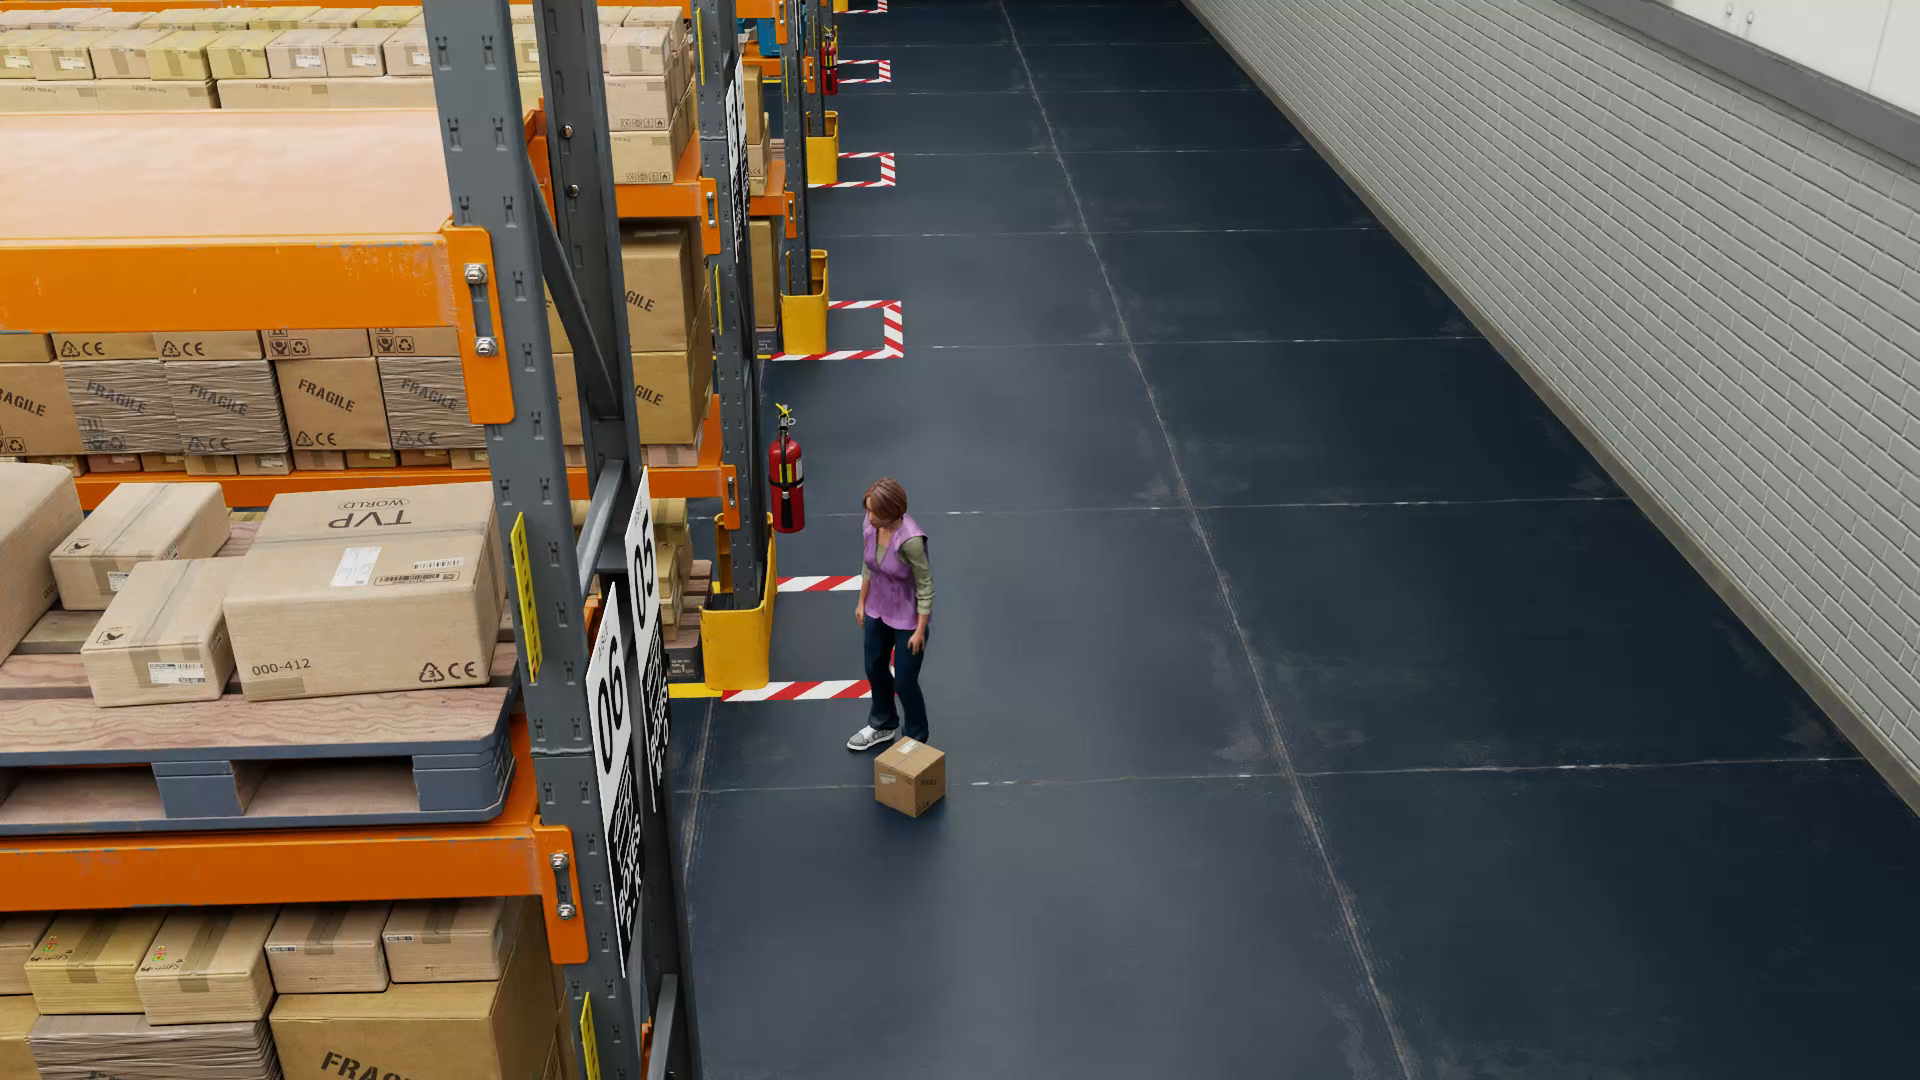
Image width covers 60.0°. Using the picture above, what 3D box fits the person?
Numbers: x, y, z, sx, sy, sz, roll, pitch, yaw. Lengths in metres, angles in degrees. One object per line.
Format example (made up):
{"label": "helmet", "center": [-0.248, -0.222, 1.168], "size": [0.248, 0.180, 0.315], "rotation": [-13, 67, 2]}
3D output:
{"label": "person", "center": [-0.324, 0.396, 8.223], "size": [0.465, 1.593, 0.347], "rotation": [24, 36, 37]}
